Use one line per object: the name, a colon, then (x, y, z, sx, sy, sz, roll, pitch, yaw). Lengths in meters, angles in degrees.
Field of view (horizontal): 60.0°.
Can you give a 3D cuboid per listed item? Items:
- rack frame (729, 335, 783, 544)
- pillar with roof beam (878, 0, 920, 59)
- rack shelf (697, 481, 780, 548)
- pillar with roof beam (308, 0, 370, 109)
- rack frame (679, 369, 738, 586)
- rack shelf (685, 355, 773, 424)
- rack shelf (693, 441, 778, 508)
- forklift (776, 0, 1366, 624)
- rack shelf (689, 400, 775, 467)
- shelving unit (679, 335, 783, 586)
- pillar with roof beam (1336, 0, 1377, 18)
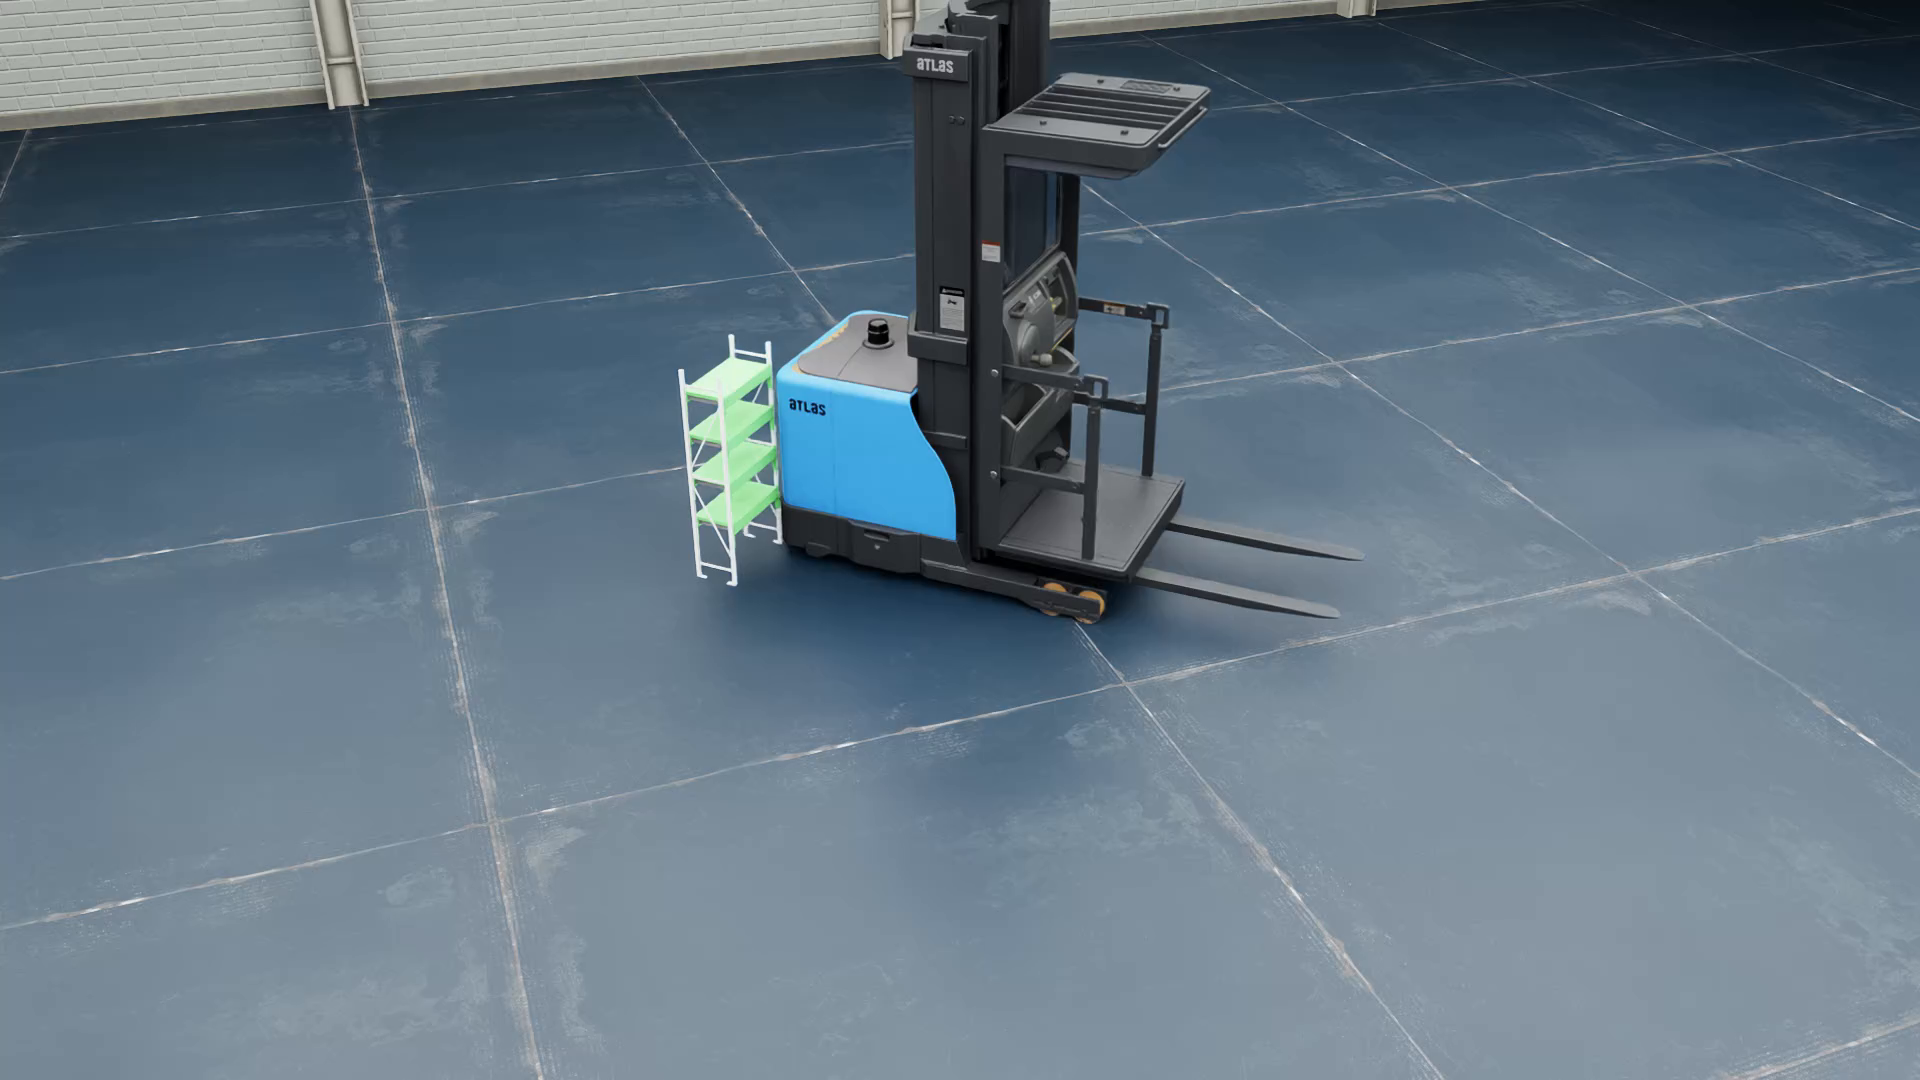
rack frame: (-1.097, -0.527, 8.964, 0.240, 1.200, 0.015, 12, 32, 21)
pillar with roof beam: (0.819, -7.449, 13.234, 0.400, 9.000, 9.100, -10, 31, -18)
rack shelf: (-1.196, -0.153, 8.920, 0.258, 0.148, 0.480, 12, 32, 21)
pillar with roof beam: (-4.805, -6.413, 11.416, 0.400, 9.000, 9.100, -10, 31, -18)
rack frame: (-1.295, -0.306, 8.576, 0.240, 1.200, 0.015, 12, 32, 21)
rack shelf: (-1.196, -0.778, 8.564, 0.258, 0.148, 0.480, 12, 32, 21)
rack shelf: (-1.196, -0.361, 8.801, 0.258, 0.148, 0.480, 12, 32, 21)
forklift: (0.593, -1.145, 8.299, 3.031, 2.935, 1.130, 12, 32, 20)
rack shelf: (-1.196, -0.570, 8.682, 0.258, 0.148, 0.480, 12, 32, 21)
shelving unit: (-1.196, -0.417, 8.770, 0.258, 1.200, 0.503, 12, 32, 21)
pillar with roof beam: (6.442, -8.485, 15.052, 0.400, 9.000, 9.100, -10, 31, -18)
